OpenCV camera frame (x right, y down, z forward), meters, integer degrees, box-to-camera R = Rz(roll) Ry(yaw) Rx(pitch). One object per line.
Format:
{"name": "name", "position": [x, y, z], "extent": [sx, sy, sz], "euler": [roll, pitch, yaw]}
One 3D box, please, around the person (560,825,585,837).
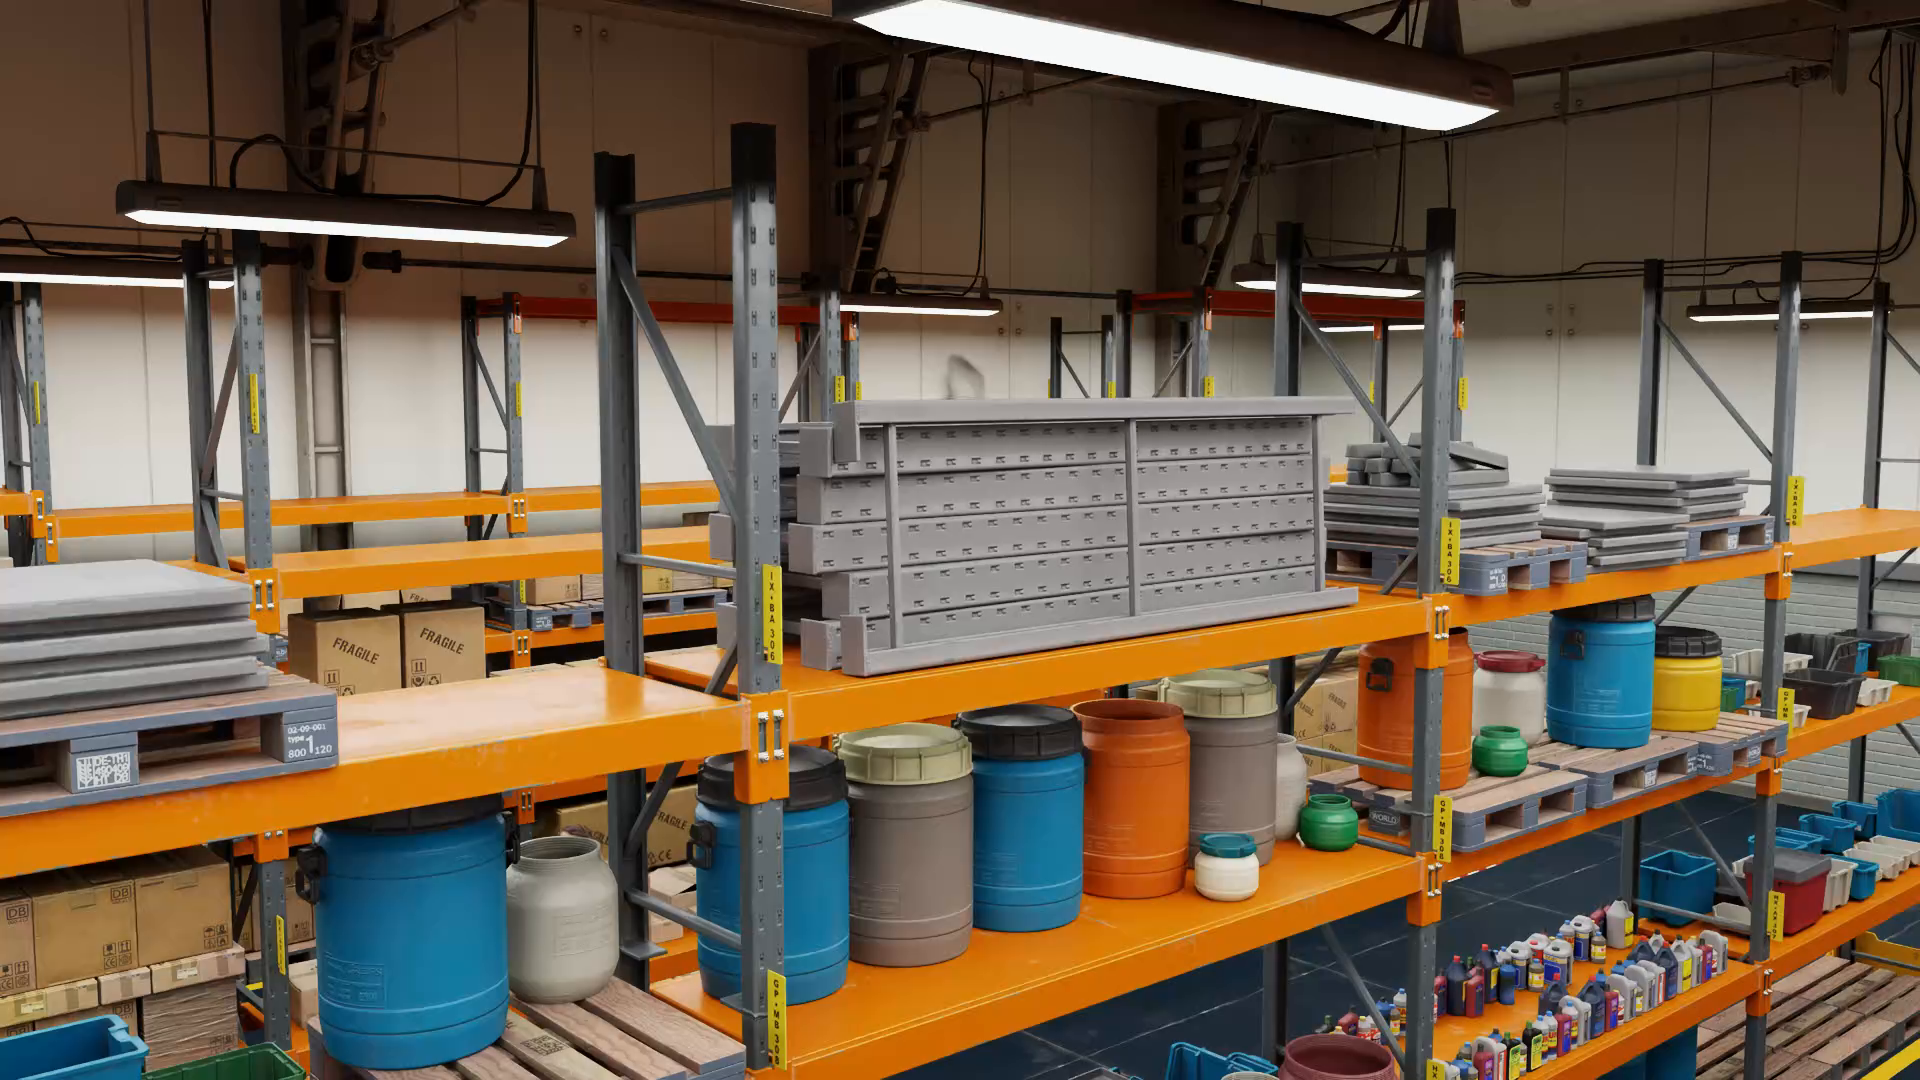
{"name": "person", "position": [-3.134, 3.095, 13.397], "extent": [0.564, 1.621, 0.569], "euler": [5, 7, 41]}
